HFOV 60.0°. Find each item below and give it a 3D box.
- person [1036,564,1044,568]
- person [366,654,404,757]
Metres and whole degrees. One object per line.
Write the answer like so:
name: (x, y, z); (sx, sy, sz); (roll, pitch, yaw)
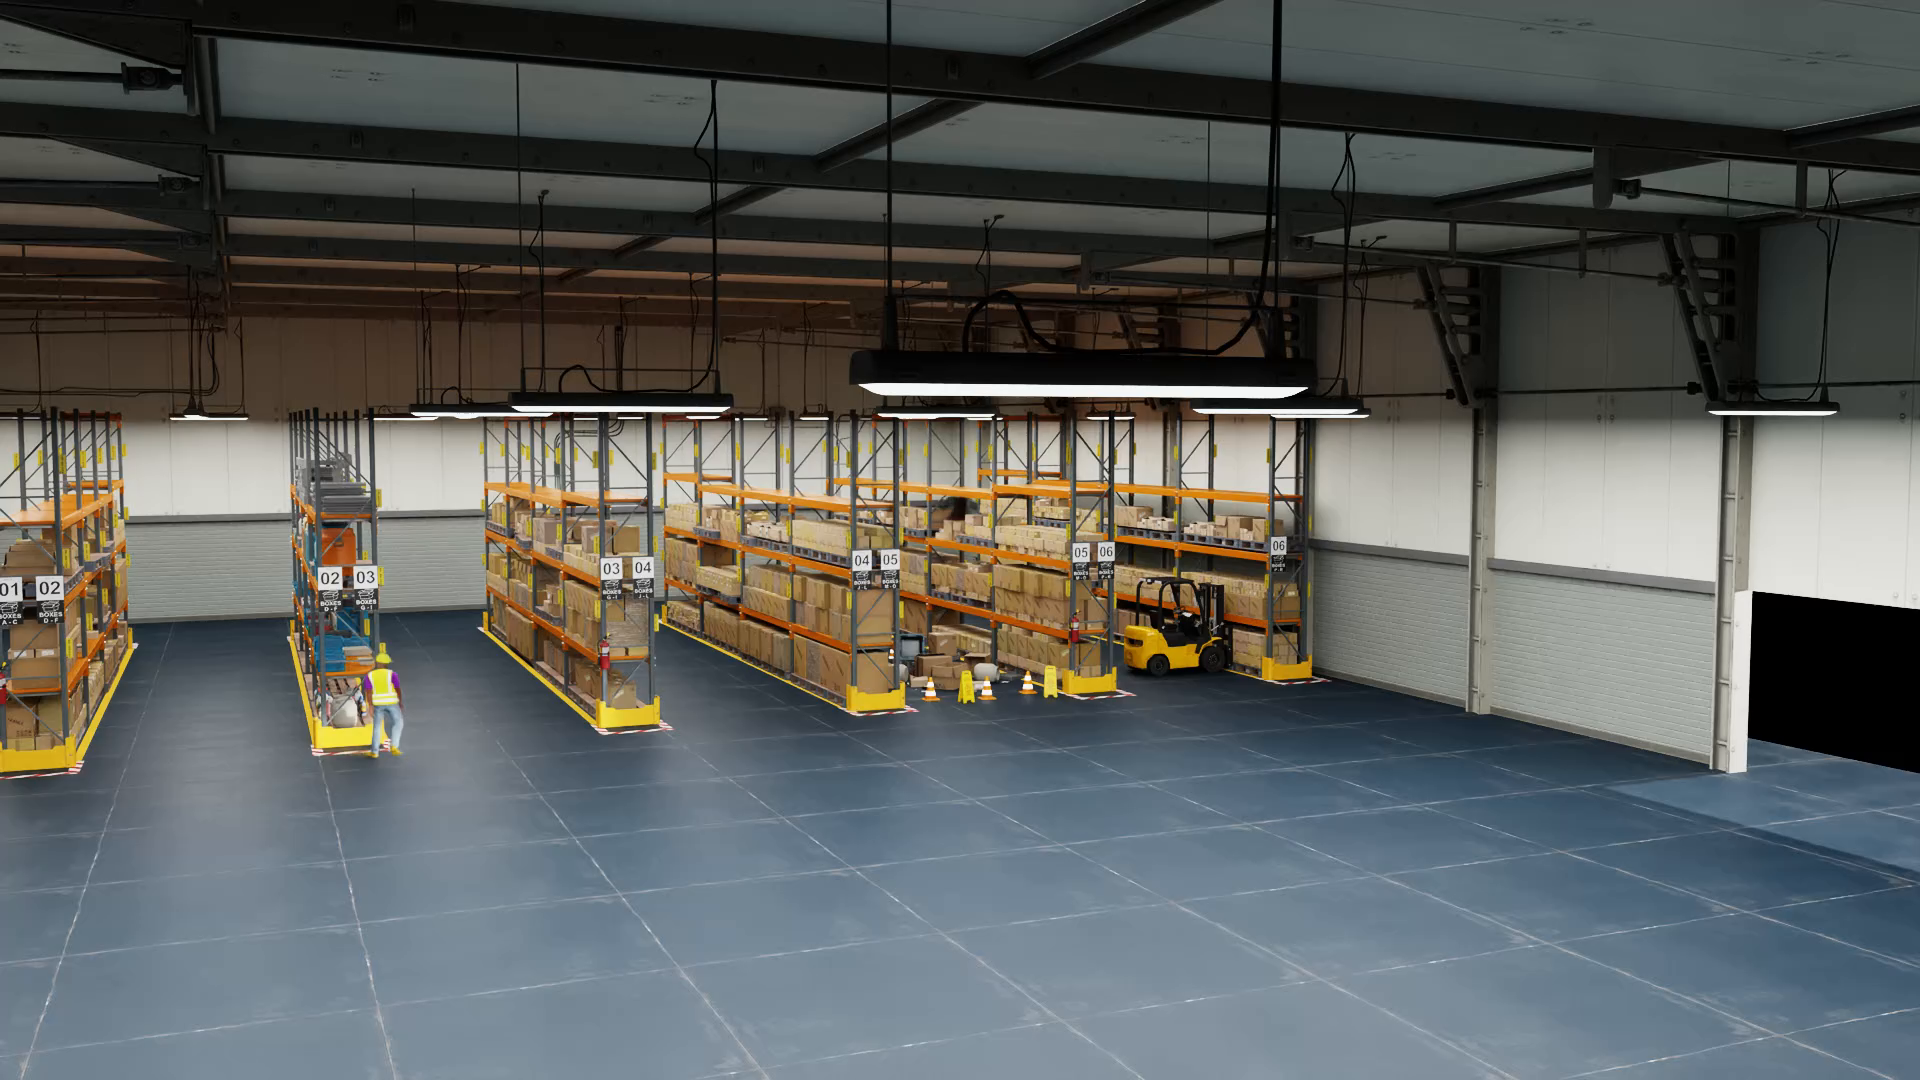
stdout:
person: (1.992, 1.500, 43.571); (0.471, 1.770, 0.586); (0, 4, 1)
person: (-9.870, 2.826, 28.459); (0.653, 1.765, 0.432); (0, 4, -4)
